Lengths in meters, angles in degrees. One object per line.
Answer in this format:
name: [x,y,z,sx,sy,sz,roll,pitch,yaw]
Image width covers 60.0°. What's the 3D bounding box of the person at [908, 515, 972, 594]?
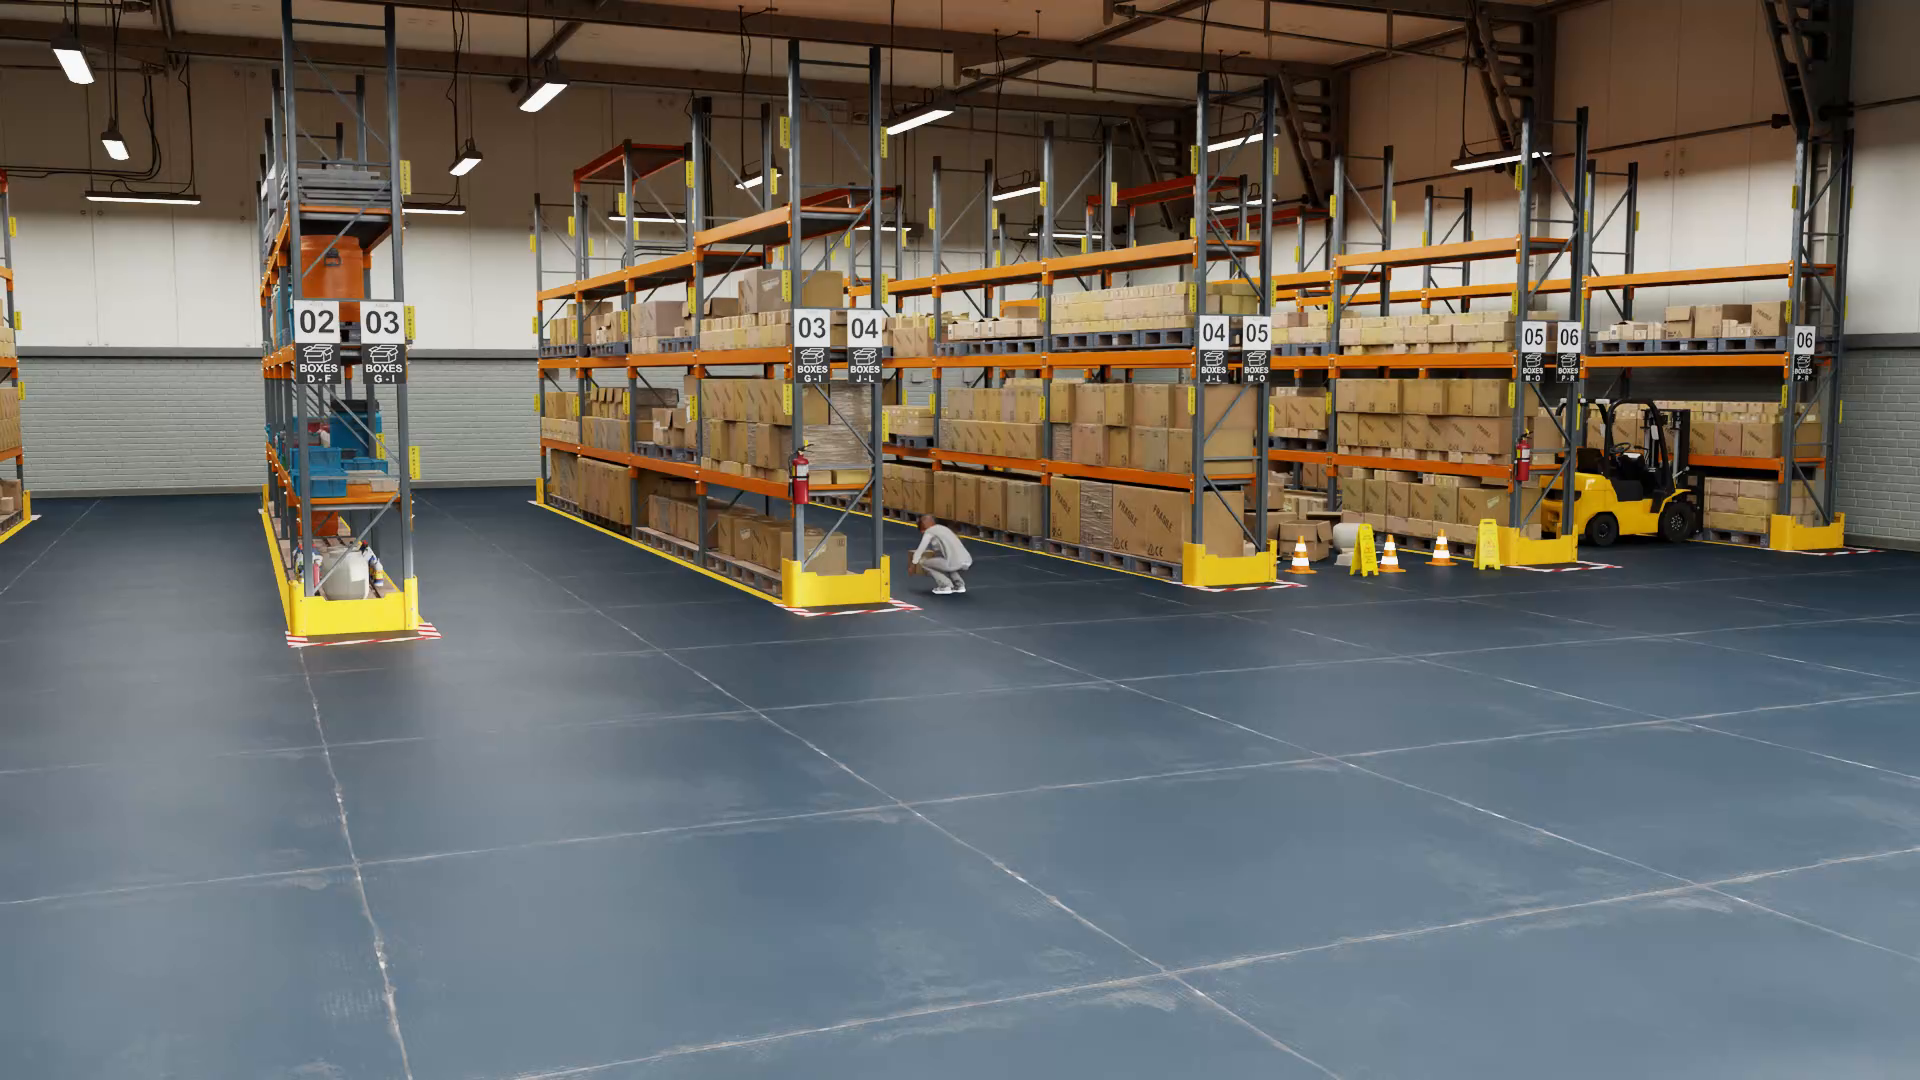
person: [-0.221,0.172,19.222,0.460,0.870,0.839,-5,8,-43]
